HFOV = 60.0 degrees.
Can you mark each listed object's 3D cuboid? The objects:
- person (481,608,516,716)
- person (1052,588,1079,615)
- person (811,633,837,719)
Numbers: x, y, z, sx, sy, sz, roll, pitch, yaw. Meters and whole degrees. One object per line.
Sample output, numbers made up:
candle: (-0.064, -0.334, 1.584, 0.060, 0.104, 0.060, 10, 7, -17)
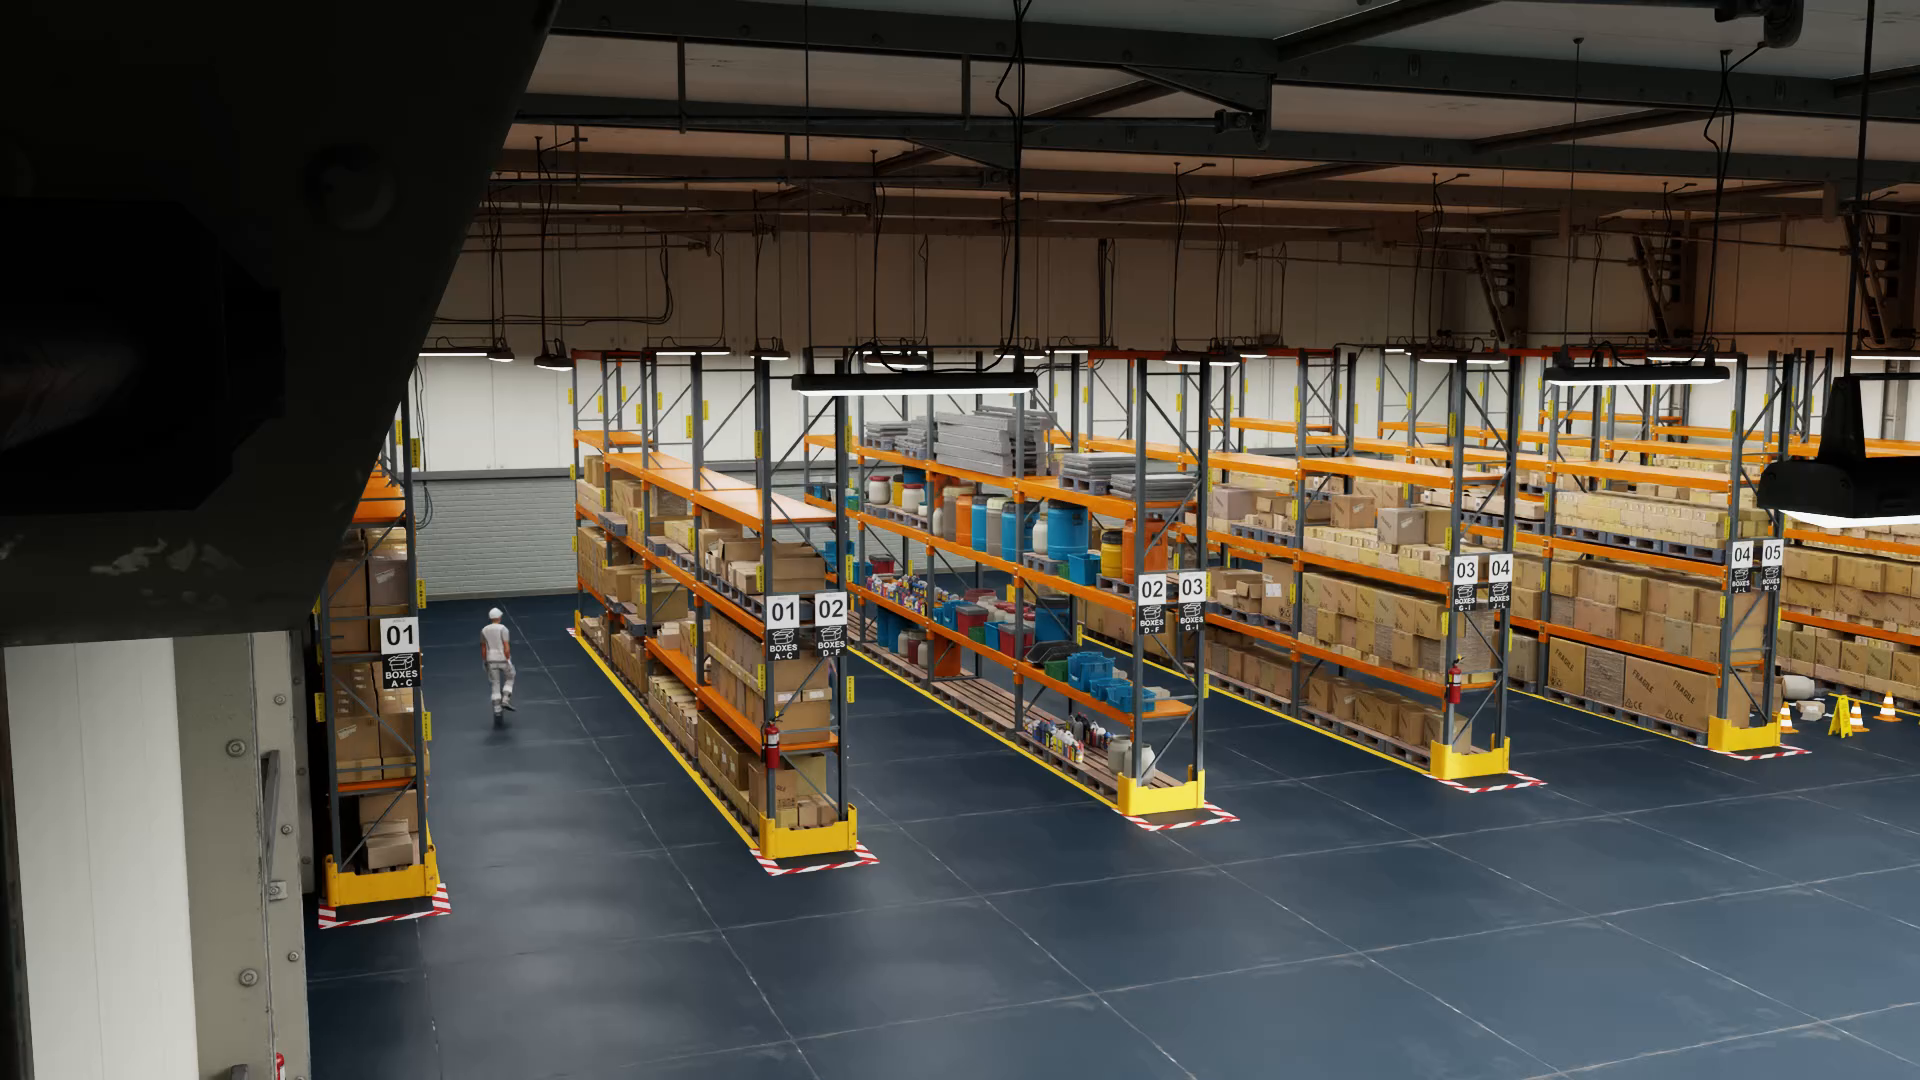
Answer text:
person: (-7.671, 2.009, 27.557, 0.543, 1.764, 0.468, 0, 7, -4)
person: (2.114, 1.385, 33.242, 0.455, 1.610, 1.058, -3, 8, -23)
person: (-2.144, 2.085, 26.357, 0.445, 1.463, 0.744, -7, 10, -44)
